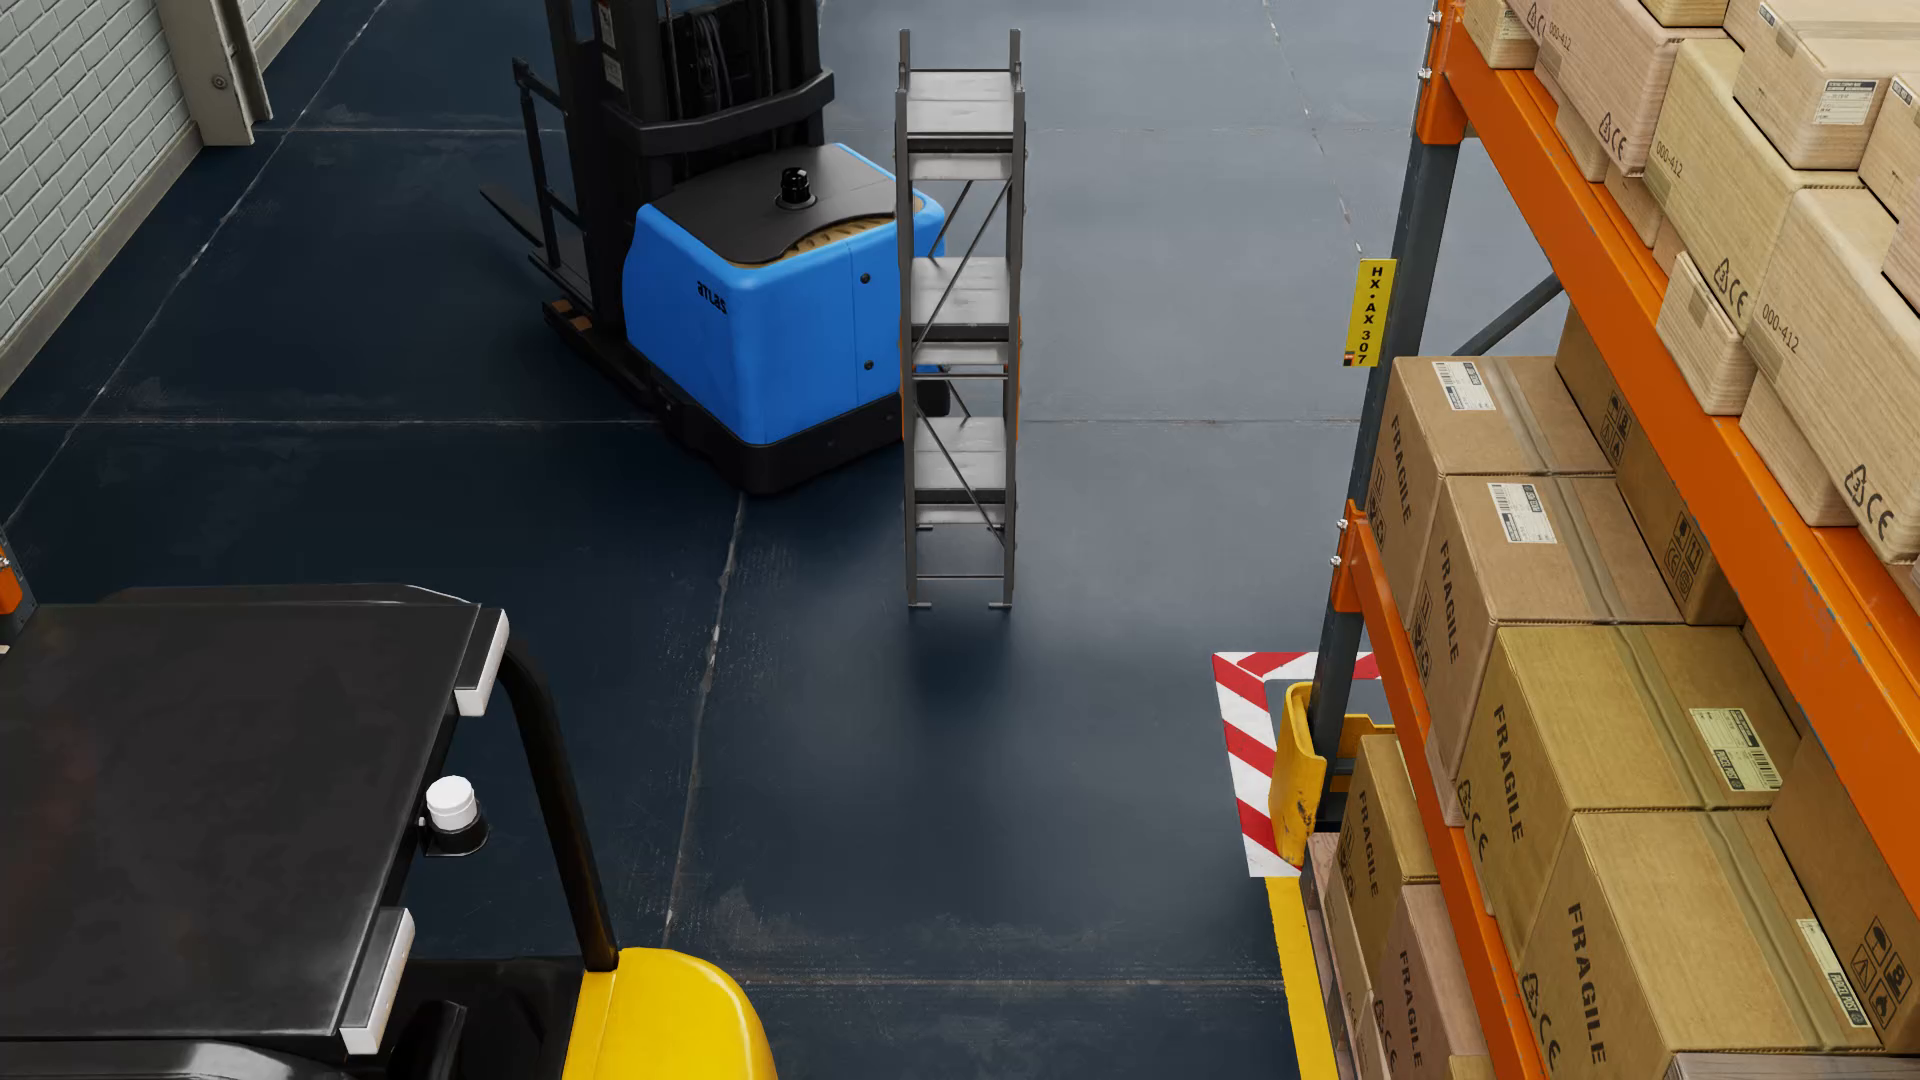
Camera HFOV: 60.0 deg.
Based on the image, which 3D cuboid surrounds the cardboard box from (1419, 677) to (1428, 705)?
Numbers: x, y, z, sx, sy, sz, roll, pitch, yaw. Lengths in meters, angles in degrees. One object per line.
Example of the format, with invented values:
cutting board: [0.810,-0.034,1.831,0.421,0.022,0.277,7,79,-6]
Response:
cardboard box: [1.357,0.373,4.087,0.380,0.149,0.250,-1,39,-1]

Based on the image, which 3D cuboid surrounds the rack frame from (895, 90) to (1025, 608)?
rack frame: [0.000,-0.563,5.774,0.400,2.100,0.015,0,39,0]

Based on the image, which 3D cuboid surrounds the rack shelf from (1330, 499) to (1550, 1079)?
rack shelf: [1.632,1.270,3.342,1.077,0.370,4.000,0,39,0]

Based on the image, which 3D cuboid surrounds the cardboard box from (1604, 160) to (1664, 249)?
cardboard box: [1.386,-0.641,2.954,0.380,0.149,0.250,0,39,0]

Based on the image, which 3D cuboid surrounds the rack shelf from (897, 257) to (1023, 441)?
rack shelf: [0.000,-0.705,5.973,0.431,0.518,0.480,0,39,0]

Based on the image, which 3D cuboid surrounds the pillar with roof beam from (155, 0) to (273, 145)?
pillar with roof beam: [0.064,-5.916,6.936,9.100,9.000,0.400,0,39,0]

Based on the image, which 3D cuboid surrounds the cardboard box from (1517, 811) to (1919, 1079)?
cardboard box: [1.367,0.841,2.985,0.500,0.500,0.500,-1,39,-1]

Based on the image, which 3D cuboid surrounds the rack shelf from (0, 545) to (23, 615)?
rack shelf: [-3.331,1.276,3.334,1.077,0.370,4.000,0,39,0]

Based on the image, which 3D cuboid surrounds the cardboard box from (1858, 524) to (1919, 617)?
cardboard box: [1.423,0.004,2.149,0.380,0.149,0.250,0,39,0]

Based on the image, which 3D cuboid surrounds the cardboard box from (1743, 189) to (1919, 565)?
cardboard box: [1.361,-0.216,2.105,0.500,0.250,0.500,1,39,1]

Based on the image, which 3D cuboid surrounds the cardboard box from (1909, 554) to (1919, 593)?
cardboard box: [1.377,0.101,1.708,0.500,0.250,0.500,-1,39,-1]

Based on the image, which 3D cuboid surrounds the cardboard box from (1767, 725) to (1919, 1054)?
cardboard box: [1.807,0.460,2.660,0.700,0.500,0.500,0,39,0]

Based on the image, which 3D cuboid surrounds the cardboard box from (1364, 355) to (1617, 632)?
cardboard box: [1.353,-0.120,4.183,0.500,0.500,0.500,-1,39,-1]

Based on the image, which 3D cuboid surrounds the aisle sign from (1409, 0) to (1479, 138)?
aisle sign: [1.320,-1.314,3.913,0.394,0.787,0.004,0,39,0]

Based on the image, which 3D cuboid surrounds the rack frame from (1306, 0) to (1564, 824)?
rack frame: [1.630,-0.261,4.677,1.000,3.000,0.127,0,39,0]

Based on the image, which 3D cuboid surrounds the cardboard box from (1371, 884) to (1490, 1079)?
cardboard box: [1.360,1.202,4.115,0.500,0.500,0.500,-1,39,-2]

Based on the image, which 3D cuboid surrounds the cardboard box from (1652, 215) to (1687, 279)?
cardboard box: [1.391,-0.475,2.747,0.380,0.149,0.250,-1,39,-1]

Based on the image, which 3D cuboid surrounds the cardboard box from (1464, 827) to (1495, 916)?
cardboard box: [1.345,0.694,3.687,0.380,0.149,0.250,1,39,1]

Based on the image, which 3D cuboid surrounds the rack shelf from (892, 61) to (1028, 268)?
rack shelf: [0.000,-1.251,5.535,0.431,0.518,0.480,0,39,0]

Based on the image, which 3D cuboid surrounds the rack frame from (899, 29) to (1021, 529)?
rack frame: [0.000,-0.868,6.155,0.400,2.100,0.015,0,39,0]

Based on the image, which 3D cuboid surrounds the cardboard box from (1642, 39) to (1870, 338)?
cardboard box: [1.380,-0.537,2.504,0.500,0.250,0.500,1,39,1]

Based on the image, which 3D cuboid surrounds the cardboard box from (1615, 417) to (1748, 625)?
cardboard box: [1.842,-0.171,3.447,0.700,0.500,0.500,0,39,0]

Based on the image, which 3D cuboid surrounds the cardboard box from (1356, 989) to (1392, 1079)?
cardboard box: [1.347,1.472,4.378,0.500,0.250,0.500,1,39,2]

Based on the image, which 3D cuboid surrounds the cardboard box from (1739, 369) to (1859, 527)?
cardboard box: [1.352,-0.153,2.345,0.380,0.149,0.250,-1,39,-1]

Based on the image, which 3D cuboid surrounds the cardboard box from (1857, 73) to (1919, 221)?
cardboard box: [1.397,-0.471,2.104,0.380,0.149,0.250,1,39,1]

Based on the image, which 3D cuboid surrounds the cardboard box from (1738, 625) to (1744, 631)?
cardboard box: [1.902,0.236,3.739,0.500,0.500,0.500,0,39,0]

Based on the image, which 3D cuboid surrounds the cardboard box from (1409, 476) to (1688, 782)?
cardboard box: [1.357,0.204,3.779,0.500,0.500,0.500,1,39,1]

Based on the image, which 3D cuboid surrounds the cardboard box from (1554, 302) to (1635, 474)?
cardboard box: [1.849,-0.487,3.842,0.700,0.500,0.500,-1,39,-1]

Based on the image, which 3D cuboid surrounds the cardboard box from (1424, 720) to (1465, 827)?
cardboard box: [1.311,0.532,3.889,0.380,0.149,0.250,1,39,1]

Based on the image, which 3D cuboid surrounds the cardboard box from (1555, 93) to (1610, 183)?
cardboard box: [1.361,-0.796,3.147,0.380,0.149,0.250,1,39,1]

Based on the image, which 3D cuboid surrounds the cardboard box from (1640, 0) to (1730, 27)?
cardboard box: [1.307,-0.952,2.703,0.380,0.149,0.250,0,39,0]

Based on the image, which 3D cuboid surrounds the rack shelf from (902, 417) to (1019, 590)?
rack shelf: [0.000,-0.159,6.410,0.431,0.518,0.480,0,39,0]

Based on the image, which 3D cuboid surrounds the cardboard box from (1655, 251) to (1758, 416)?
cardboard box: [1.311,-0.318,2.551,0.380,0.149,0.250,0,39,0]

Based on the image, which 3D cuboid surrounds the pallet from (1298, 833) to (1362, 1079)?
pallet: [1.596,1.382,4.856,1.003,0.211,1.213,0,39,0]

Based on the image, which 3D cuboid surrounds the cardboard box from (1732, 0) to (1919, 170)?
cardboard box: [1.322,-0.633,2.306,0.380,0.149,0.250,1,39,1]

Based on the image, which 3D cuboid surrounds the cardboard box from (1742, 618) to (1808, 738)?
cardboard box: [1.945,0.148,3.049,0.700,0.500,0.500,0,39,-1]

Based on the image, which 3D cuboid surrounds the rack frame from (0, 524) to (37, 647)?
rack frame: [-3.334,-0.255,4.670,1.000,3.000,0.127,0,39,0]

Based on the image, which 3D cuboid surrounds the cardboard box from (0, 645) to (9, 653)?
cardboard box: [-3.021,0.551,4.727,0.500,0.250,0.500,1,39,1]

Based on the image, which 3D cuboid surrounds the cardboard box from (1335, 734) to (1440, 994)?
cardboard box: [1.355,0.875,4.523,0.500,0.500,0.500,-1,39,-2]

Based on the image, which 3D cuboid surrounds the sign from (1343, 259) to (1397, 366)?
sign: [1.087,-0.599,4.406,0.100,0.325,0.005,0,39,0]

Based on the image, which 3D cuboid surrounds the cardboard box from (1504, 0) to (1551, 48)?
cardboard box: [1.364,-1.175,3.301,0.500,0.250,0.500,-1,39,-1]

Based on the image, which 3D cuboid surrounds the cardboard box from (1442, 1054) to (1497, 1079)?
cardboard box: [1.352,1.515,3.724,0.500,0.500,0.500,1,39,1]

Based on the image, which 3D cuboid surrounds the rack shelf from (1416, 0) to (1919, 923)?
rack shelf: [1.632,0.100,2.404,1.077,0.370,4.000,0,39,0]

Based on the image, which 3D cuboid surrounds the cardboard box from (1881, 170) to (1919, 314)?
cardboard box: [1.319,-0.311,1.904,0.380,0.149,0.250,0,39,1]

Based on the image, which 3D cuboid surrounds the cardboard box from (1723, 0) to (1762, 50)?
cardboard box: [1.403,-0.797,2.510,0.380,0.149,0.250,0,39,0]

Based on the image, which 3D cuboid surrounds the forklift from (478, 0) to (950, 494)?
forklift: [-1.338,-2.201,7.152,1.130,2.935,3.031,-26,45,-28]

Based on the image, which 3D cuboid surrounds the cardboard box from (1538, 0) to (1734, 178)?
cardboard box: [1.355,-0.860,2.908,0.500,0.250,0.500,-1,39,-1]

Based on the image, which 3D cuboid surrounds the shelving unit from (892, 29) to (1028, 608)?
shelving unit: [0.000,-0.716,5.964,0.431,2.100,0.503,0,39,0]

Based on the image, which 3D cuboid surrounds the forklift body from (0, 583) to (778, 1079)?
forklift body: [-1.507,1.260,3.457,2.313,2.155,1.214,0,39,0]

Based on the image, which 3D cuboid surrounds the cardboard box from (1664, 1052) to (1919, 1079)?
cardboard box: [1.373,1.161,2.585,0.500,0.500,0.500,1,39,1]

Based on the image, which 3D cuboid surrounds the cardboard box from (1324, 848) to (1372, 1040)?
cardboard box: [1.354,1.152,4.776,0.500,0.250,0.500,0,39,0]

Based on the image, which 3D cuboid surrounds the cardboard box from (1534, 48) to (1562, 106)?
cardboard box: [1.395,-0.962,3.354,0.380,0.149,0.250,-1,39,-1]

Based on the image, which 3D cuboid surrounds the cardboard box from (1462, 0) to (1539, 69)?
cardboard box: [1.306,-1.126,3.559,0.380,0.149,0.250,0,39,0]

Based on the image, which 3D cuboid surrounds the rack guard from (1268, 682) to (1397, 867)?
rack guard: [1.630,0.762,5.400,1.175,0.500,0.348,0,39,0]

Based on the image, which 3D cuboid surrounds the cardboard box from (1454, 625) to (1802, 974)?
cardboard box: [1.359,0.523,3.381,0.500,0.500,0.500,-1,39,-1]
